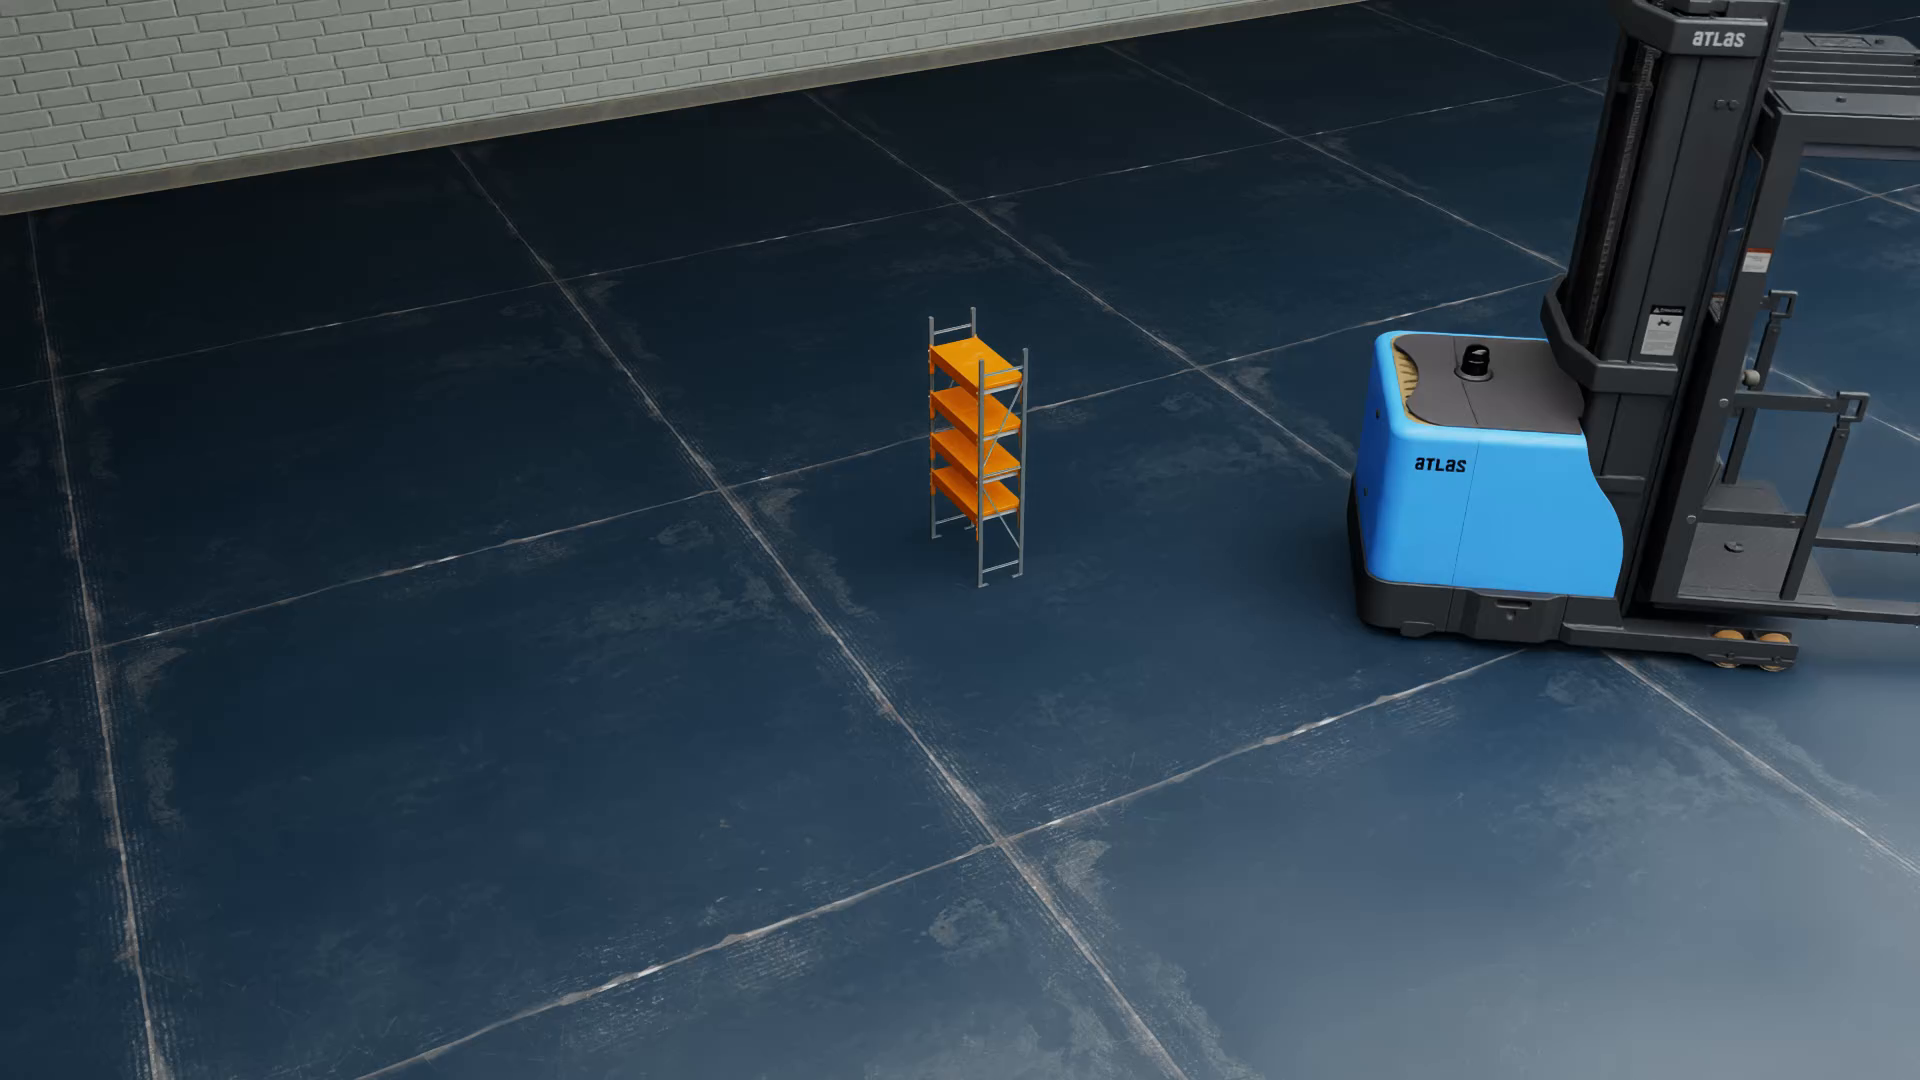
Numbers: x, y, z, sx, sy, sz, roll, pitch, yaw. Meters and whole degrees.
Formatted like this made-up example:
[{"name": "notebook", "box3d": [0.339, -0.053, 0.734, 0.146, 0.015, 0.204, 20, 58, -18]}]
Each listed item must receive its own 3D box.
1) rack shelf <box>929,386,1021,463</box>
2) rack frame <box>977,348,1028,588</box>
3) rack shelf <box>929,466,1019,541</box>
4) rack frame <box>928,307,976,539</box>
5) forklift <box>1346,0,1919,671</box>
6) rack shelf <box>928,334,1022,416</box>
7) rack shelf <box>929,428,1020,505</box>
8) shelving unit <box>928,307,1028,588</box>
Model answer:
[{"name": "rack shelf", "box3d": [0.077, -0.558, 7.719, 0.258, 0.148, 0.480, -16, 36, -23]}, {"name": "rack frame", "box3d": [0.191, -0.310, 7.621, 0.240, 1.200, 0.015, -16, 36, -23]}, {"name": "rack shelf", "box3d": [0.077, -0.202, 7.946, 0.258, 0.148, 0.480, -16, 36, -23]}, {"name": "rack frame", "box3d": [-0.037, -0.543, 7.985, 0.240, 1.200, 0.015, -16, 36, -23]}, {"name": "forklift", "box3d": [3.376, -0.961, 7.033, 3.031, 2.935, 1.130, 4, 33, 6]}, {"name": "rack shelf", "box3d": [0.077, -0.757, 7.591, 0.258, 0.148, 0.480, -16, 36, -23]}, {"name": "rack shelf", "box3d": [0.077, -0.370, 7.839, 0.258, 0.148, 0.480, -16, 36, -23]}, {"name": "shelving unit", "box3d": [0.077, -0.426, 7.803, 0.258, 1.200, 0.503, -16, 36, -23]}]
